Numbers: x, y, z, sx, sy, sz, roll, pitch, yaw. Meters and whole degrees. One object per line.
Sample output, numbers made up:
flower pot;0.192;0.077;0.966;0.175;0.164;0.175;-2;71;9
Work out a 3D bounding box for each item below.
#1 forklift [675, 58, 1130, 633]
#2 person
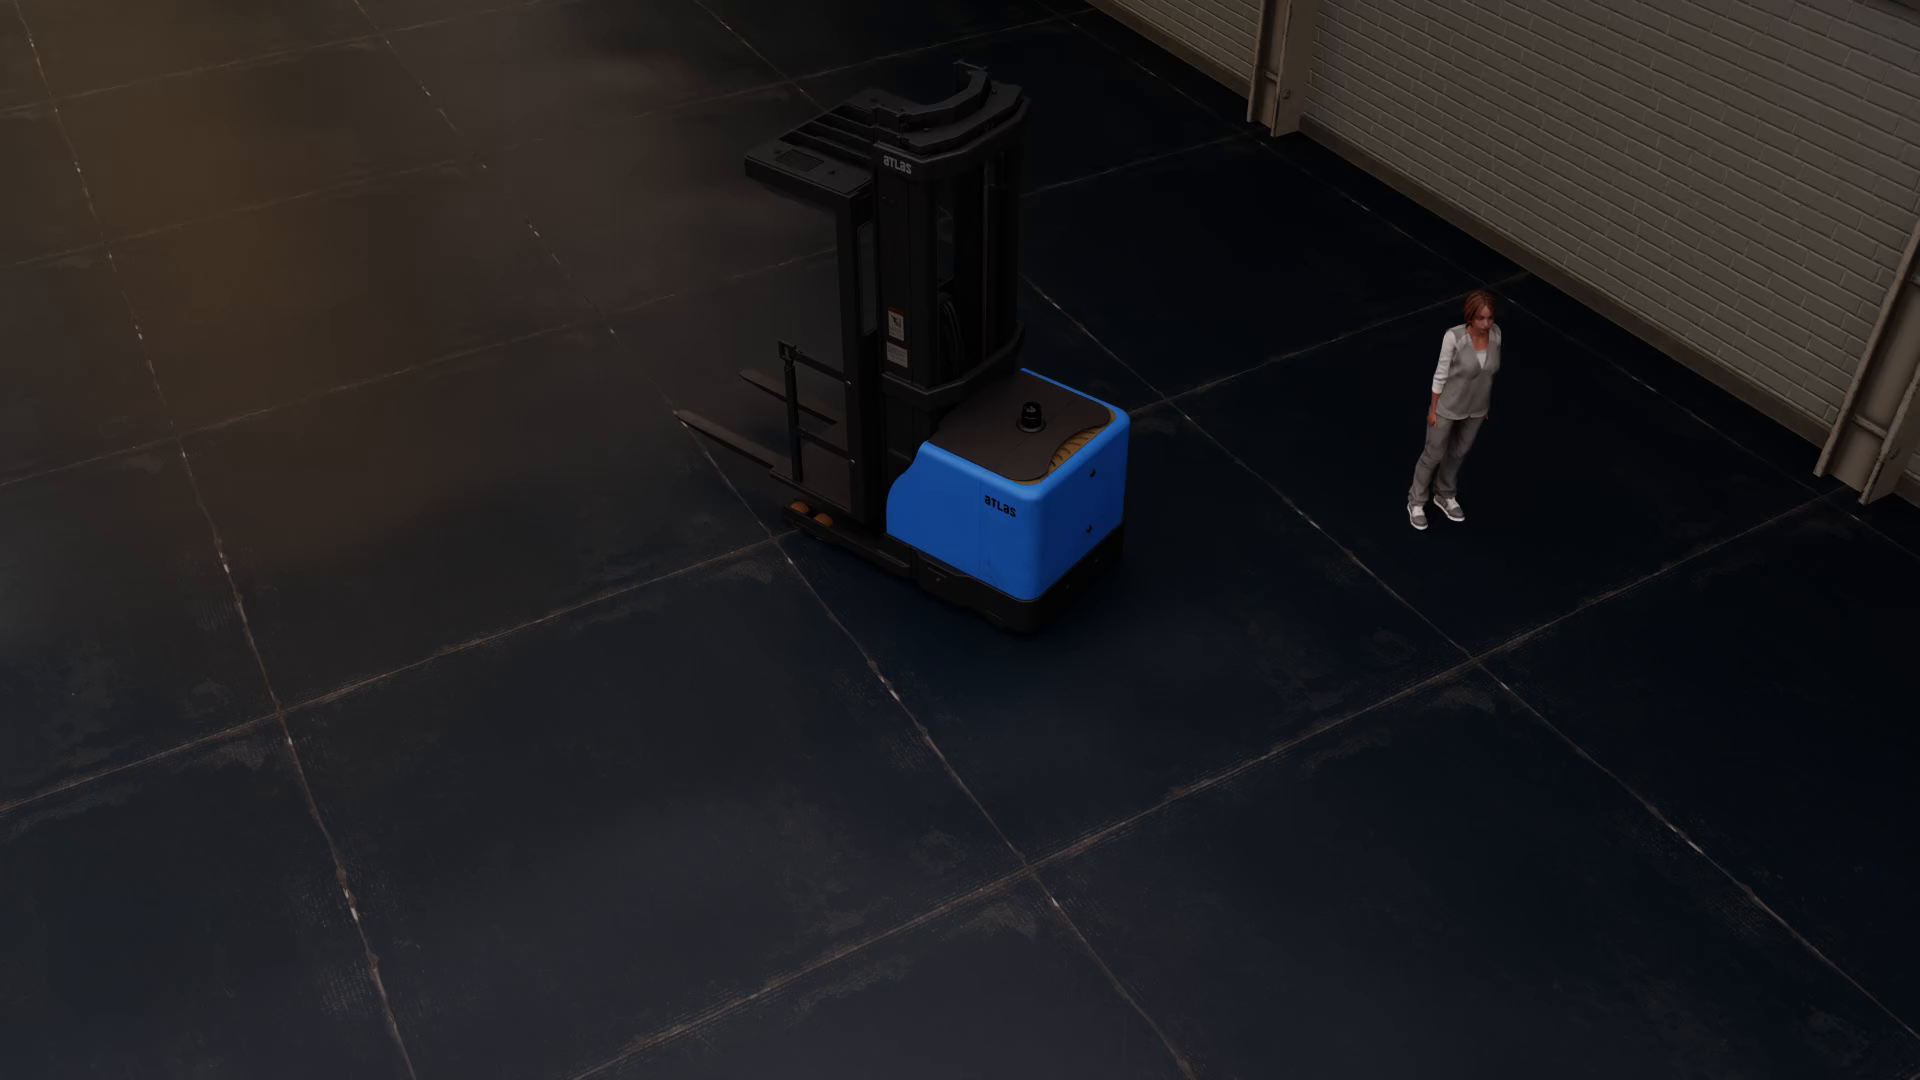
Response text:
forklift;-0.481;-1.366;9.683;3.031;2.935;1.130;26;46;28
person;3.011;-0.789;10.030;0.405;1.603;0.316;-10;41;-11
